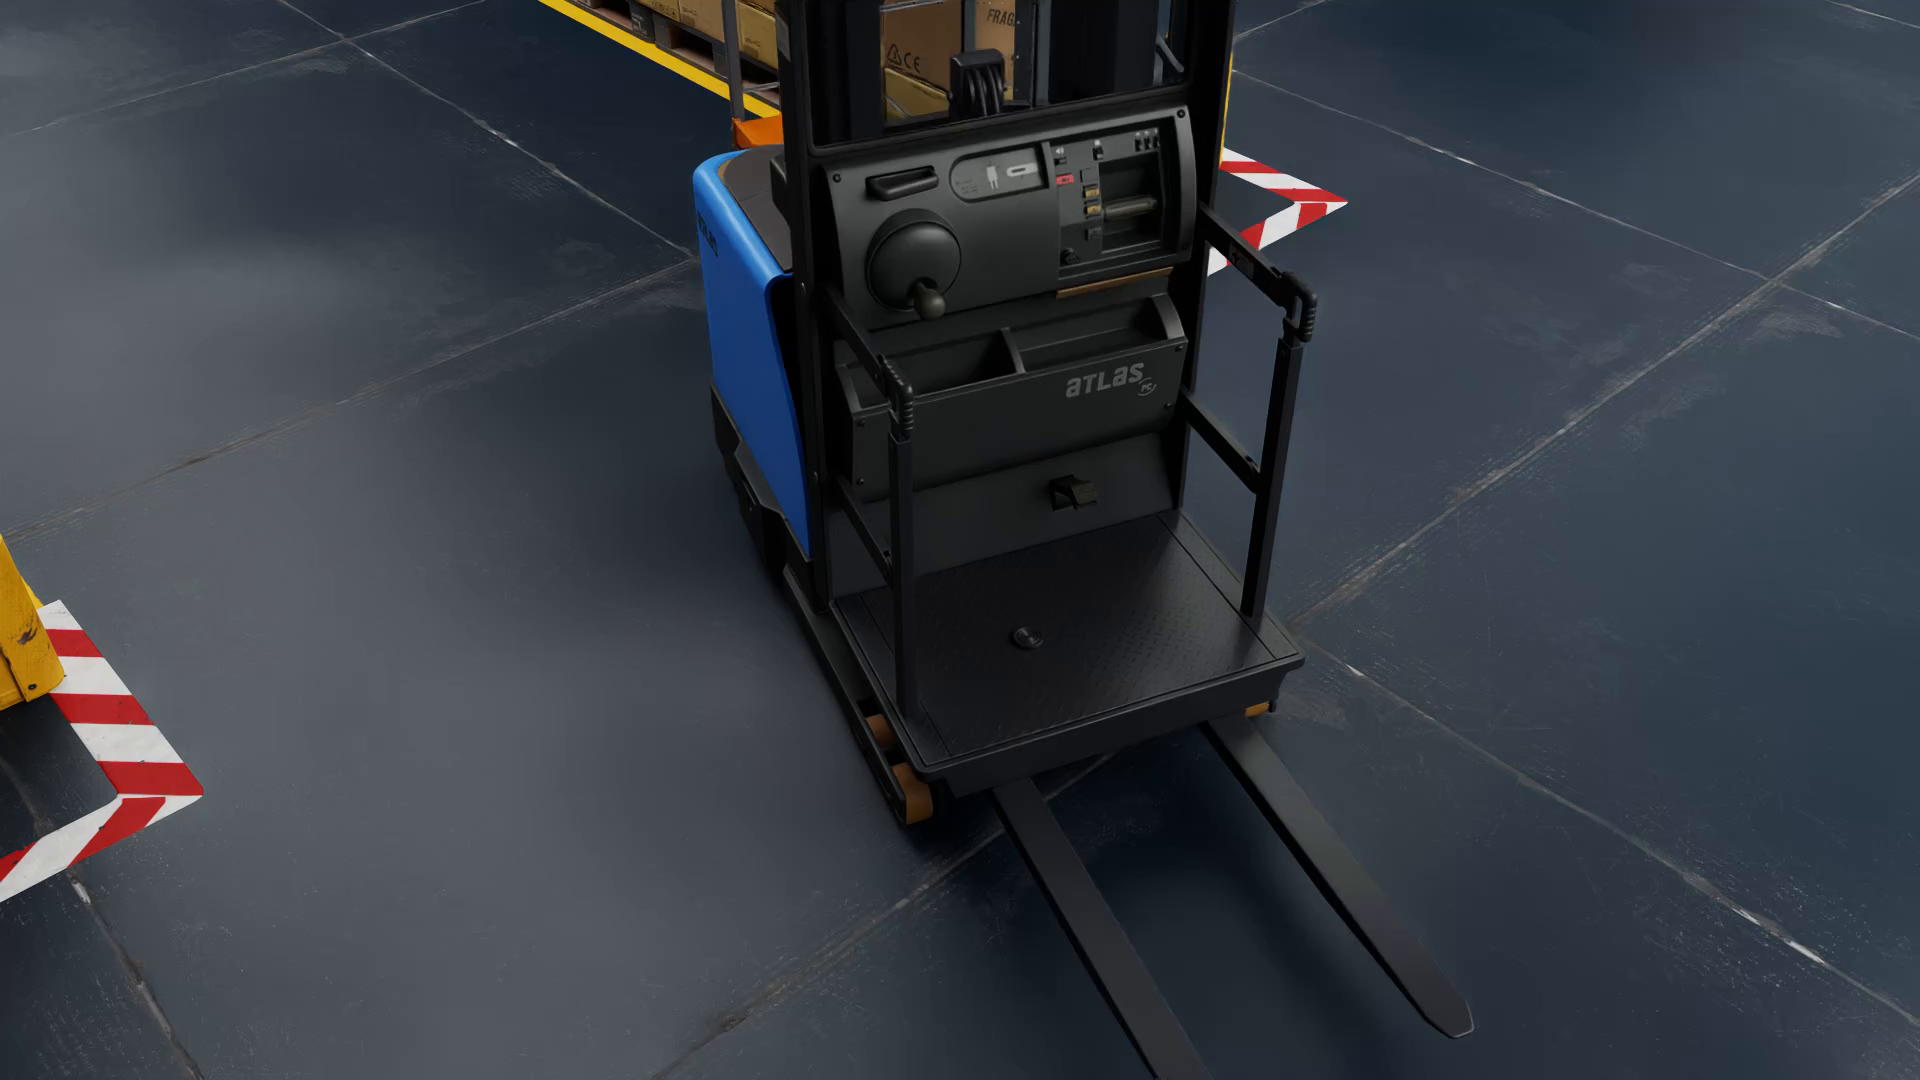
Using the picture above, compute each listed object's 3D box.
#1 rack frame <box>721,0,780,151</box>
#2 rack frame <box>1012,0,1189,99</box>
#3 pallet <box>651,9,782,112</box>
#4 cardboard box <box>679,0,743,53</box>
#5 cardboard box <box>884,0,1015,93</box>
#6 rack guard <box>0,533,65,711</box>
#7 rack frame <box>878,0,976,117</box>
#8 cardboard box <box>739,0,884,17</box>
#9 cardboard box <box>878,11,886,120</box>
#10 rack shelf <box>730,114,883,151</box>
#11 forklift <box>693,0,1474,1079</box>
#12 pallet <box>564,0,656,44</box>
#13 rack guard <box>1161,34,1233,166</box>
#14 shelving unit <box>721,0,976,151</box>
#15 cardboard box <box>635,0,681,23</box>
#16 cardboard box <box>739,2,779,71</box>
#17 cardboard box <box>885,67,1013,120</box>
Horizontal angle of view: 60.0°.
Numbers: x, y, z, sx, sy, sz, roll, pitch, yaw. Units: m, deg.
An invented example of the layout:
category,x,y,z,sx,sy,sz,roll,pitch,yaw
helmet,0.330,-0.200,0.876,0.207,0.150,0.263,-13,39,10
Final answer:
category,x,y,z,sx,sy,sz,roll,pitch,yaw
rack frame,-0.612,-1.695,6.155,0.500,1.500,0.032,-16,42,-19
rack frame,0.613,-2.667,6.164,1.000,3.000,0.127,-30,48,-32
pallet,-0.756,-2.482,8.155,1.003,0.211,1.213,-30,48,-32
cardboard box,-0.991,-2.572,7.901,0.500,0.250,0.500,-30,48,-32
cardboard box,0.031,-2.174,6.811,0.500,0.500,0.500,-30,48,-32
rack guard,-3.085,0.378,4.385,1.175,0.500,0.348,-30,48,-32
rack frame,-0.182,-1.116,5.439,0.500,1.500,0.032,-16,42,-19
cardboard box,-0.656,-2.630,7.377,0.500,0.500,0.500,-30,48,-32
cardboard box,-0.314,-2.109,7.328,0.500,0.250,0.500,-30,48,-32
rack shelf,-0.397,-1.266,5.910,0.538,0.185,1.000,-16,42,-19
forklift,0.221,-0.707,3.793,1.130,2.935,3.031,-15,41,-17
pallet,-1.585,-3.047,8.855,1.003,0.211,1.213,-30,48,-32
rack guard,0.629,-1.683,6.936,1.175,0.500,0.348,-30,48,-32
shelving unit,-0.401,-1.411,5.803,0.587,1.500,1.083,-16,42,-19
cardboard box,-1.333,-2.801,8.185,0.500,0.250,0.500,-30,48,-32
cardboard box,-0.654,-2.340,7.614,0.500,0.250,0.500,-30,48,-32
cardboard box,0.033,-1.883,7.048,0.500,0.250,0.500,-30,48,-32
